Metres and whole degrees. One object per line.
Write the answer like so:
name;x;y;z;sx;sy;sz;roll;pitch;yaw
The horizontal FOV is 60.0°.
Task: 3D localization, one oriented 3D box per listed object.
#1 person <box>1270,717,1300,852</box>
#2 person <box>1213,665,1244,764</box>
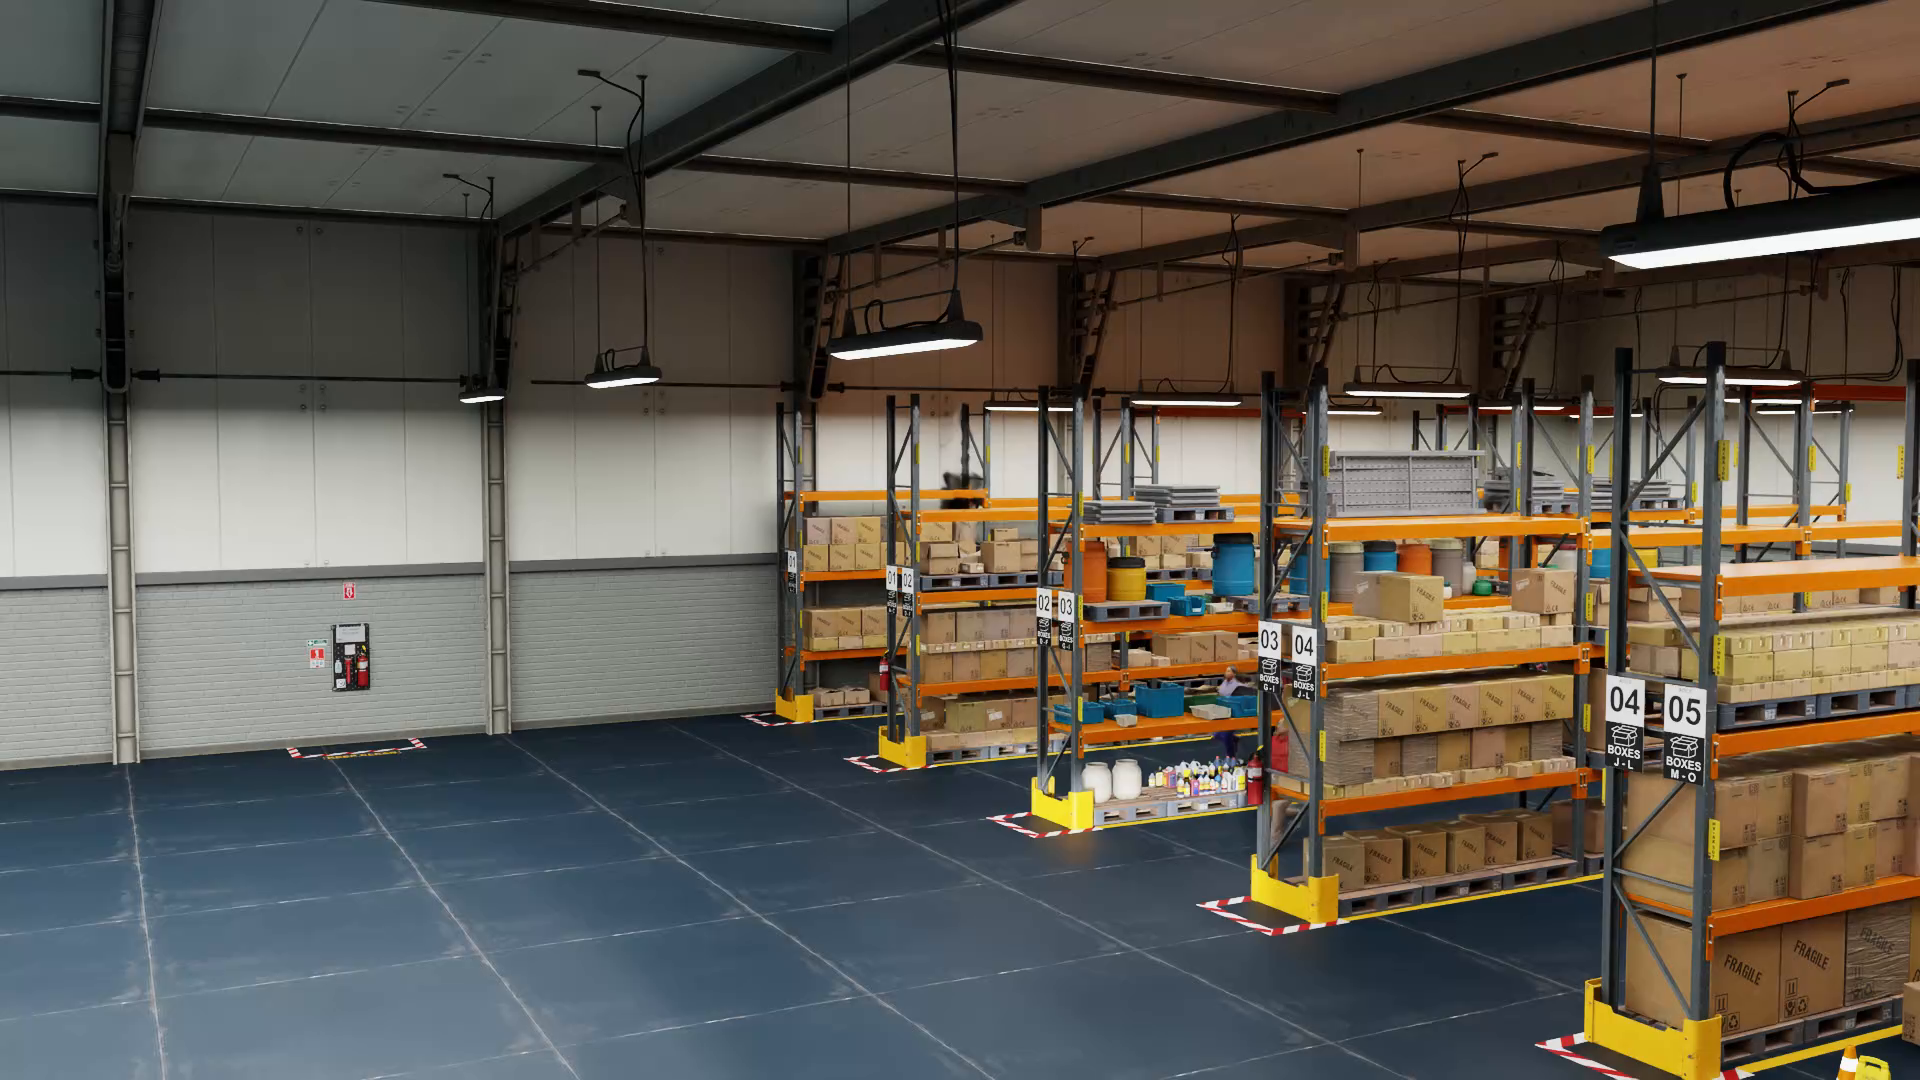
person;4.159;3.115;21.335;0.917;1.692;0.678;-3;4;-40
person;4.424;2.844;27.117;0.550;1.606;0.616;-2;4;-33
